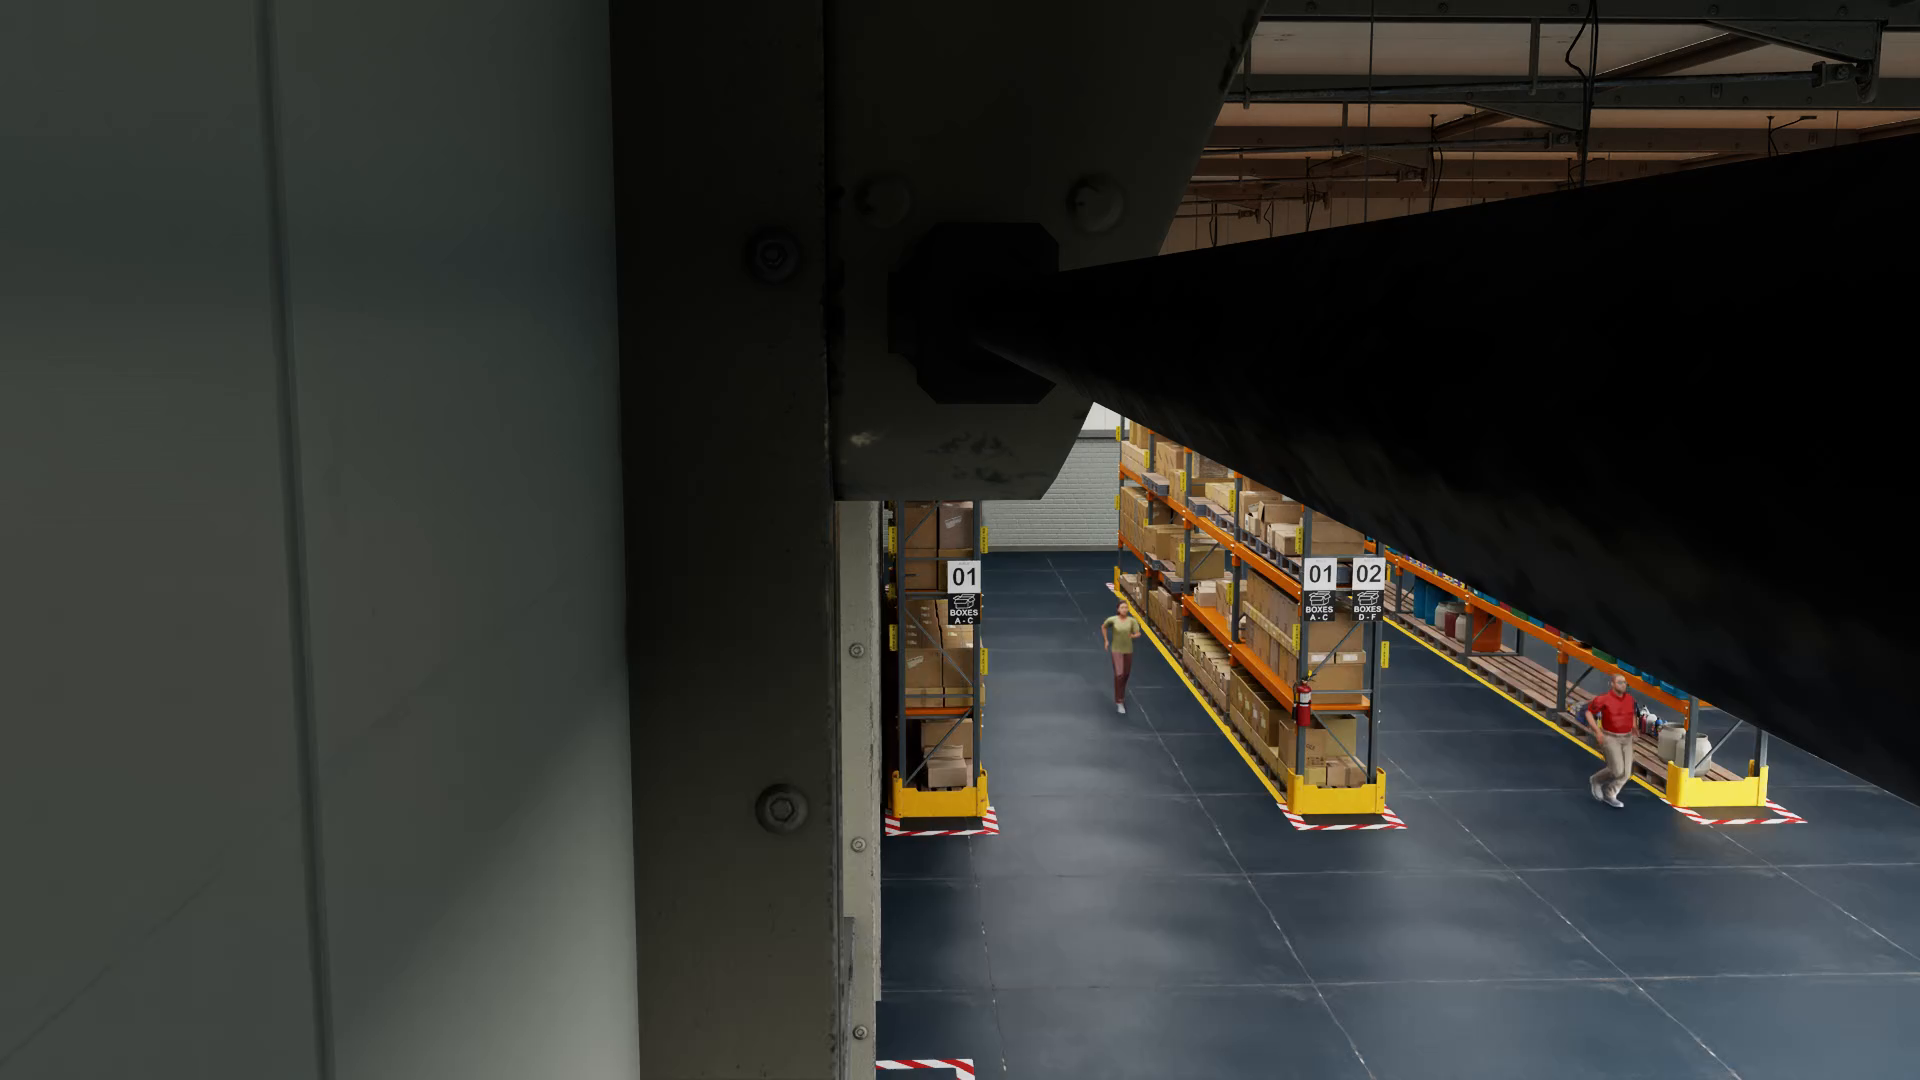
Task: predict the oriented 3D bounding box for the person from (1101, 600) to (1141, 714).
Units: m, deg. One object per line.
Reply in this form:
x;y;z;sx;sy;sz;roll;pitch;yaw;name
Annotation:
2.522;1.776;25.895;0.552;1.715;0.830;-2;8;-10;person

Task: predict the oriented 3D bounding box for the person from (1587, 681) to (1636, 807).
12.731;1.325;29.298;13.865;1.608;14.373;-2;9;-15;person
